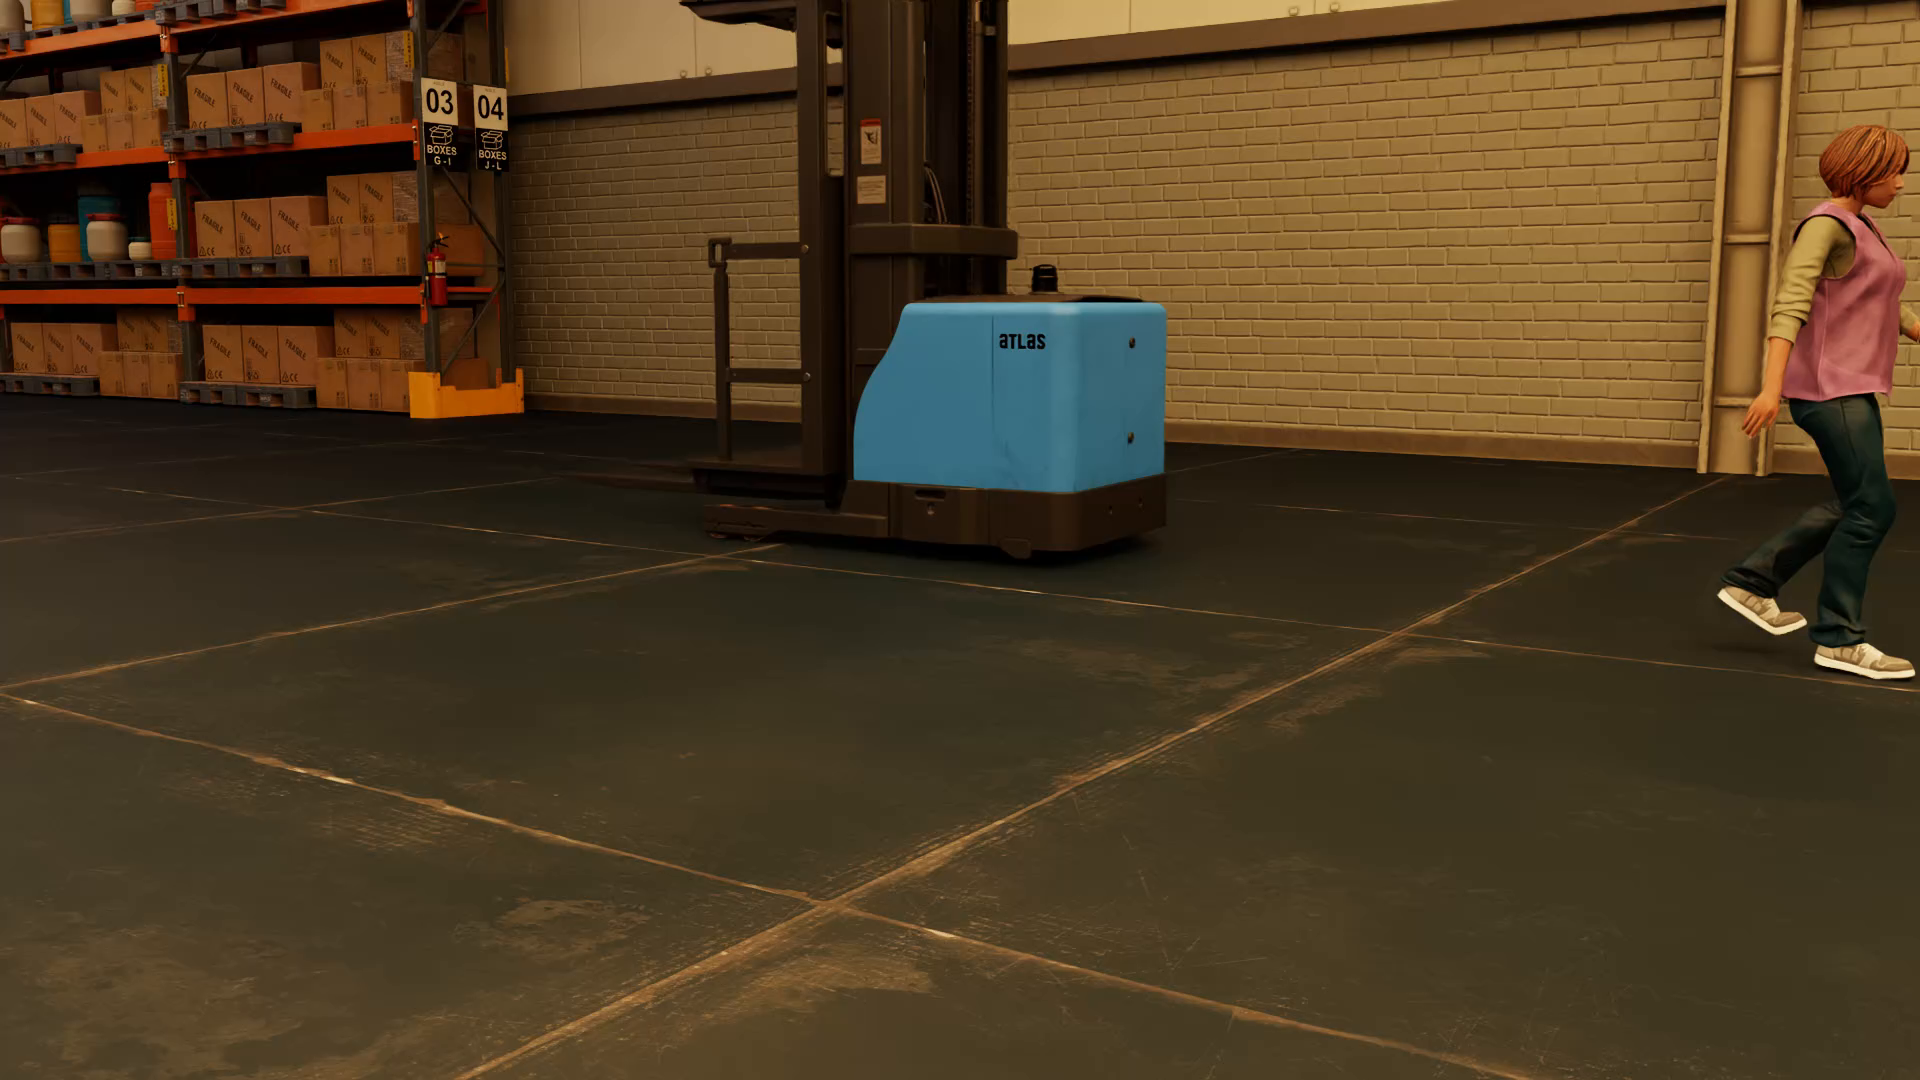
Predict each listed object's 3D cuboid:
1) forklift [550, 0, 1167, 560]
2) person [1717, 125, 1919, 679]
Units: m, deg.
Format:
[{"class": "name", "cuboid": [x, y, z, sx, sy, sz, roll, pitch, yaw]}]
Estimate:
[{"class": "forklift", "cuboid": [-0.596, -1.498, 7.724, 3.031, 2.935, 1.130, 5, 9, 30]}, {"class": "person", "cuboid": [2.568, -0.405, 4.868, 0.622, 1.579, 0.715, 6, 10, 36]}]
